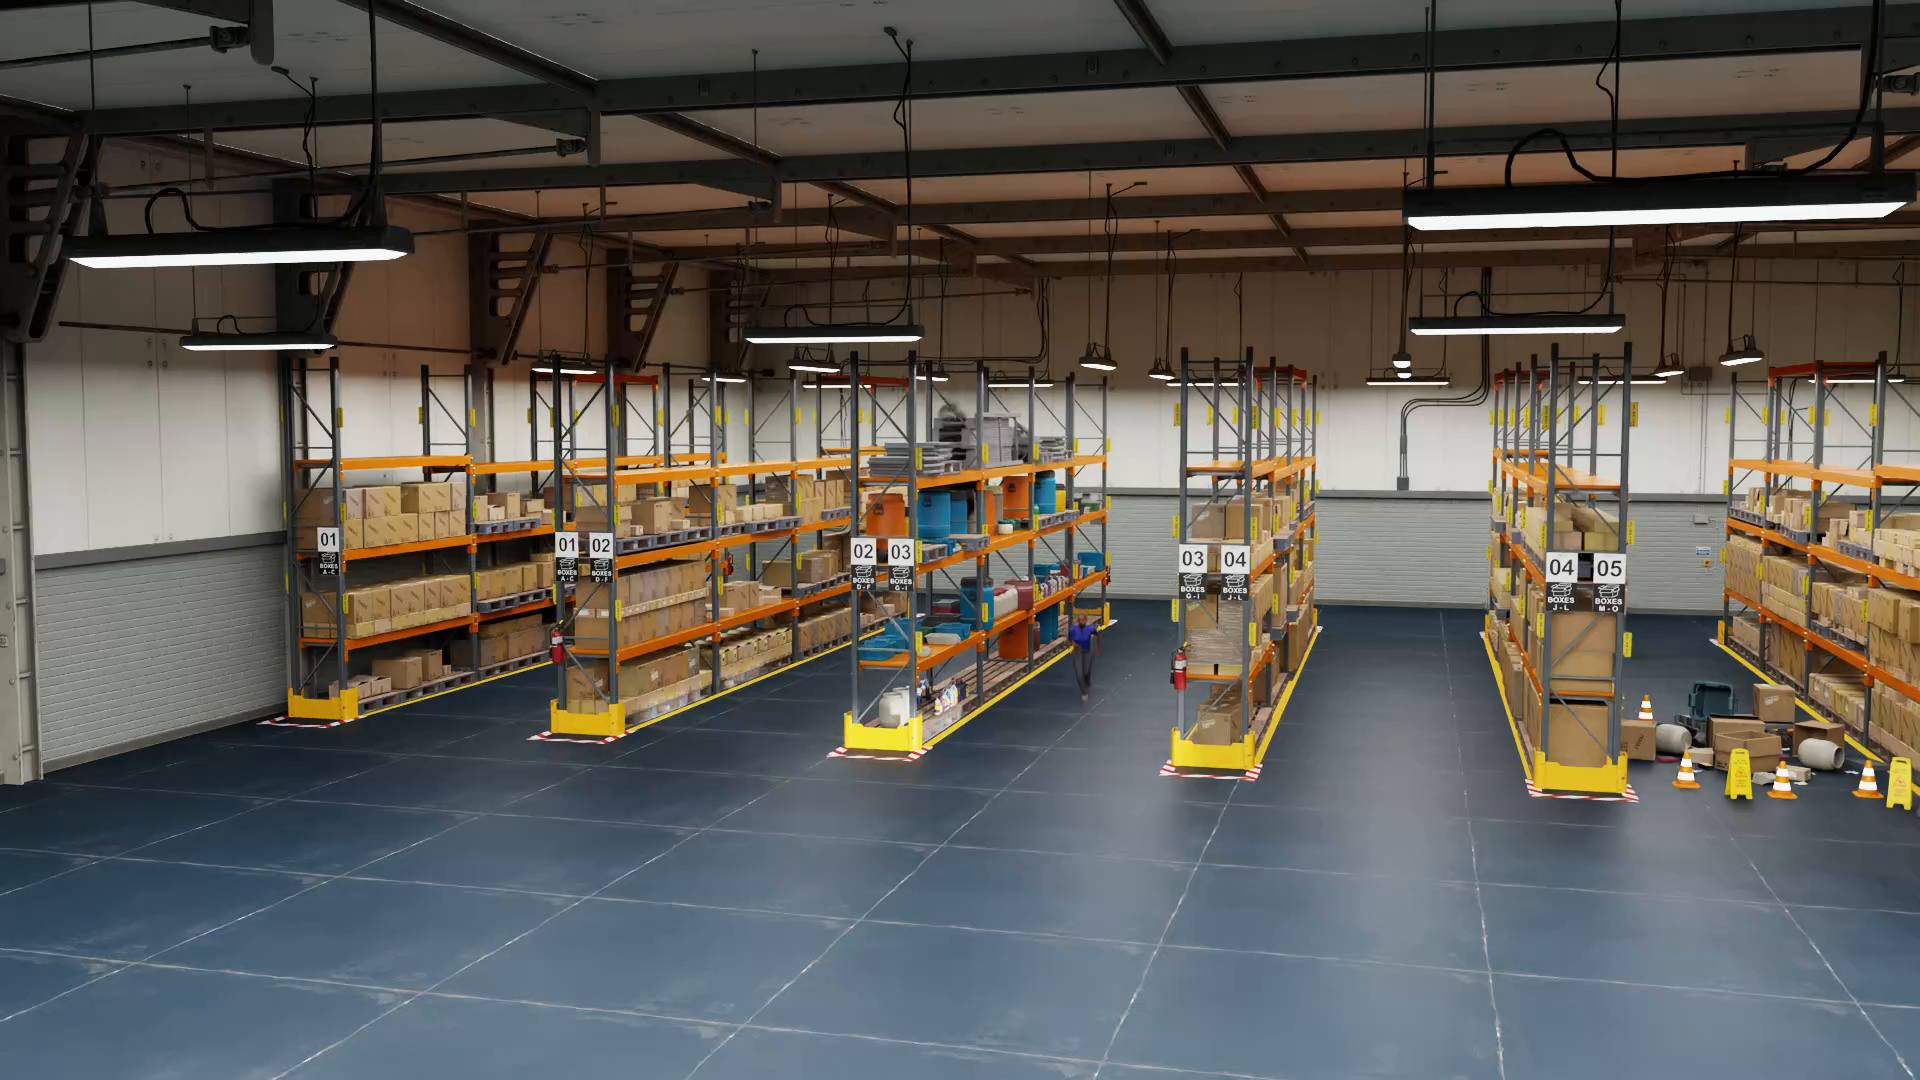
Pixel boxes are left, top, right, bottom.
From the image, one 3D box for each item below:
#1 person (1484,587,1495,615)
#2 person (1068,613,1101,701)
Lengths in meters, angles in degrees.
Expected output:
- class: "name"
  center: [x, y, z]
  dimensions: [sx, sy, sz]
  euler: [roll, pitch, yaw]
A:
- class: "person"
  center: [12.548, 1.292, 38.817]
  dimensions: [0.579, 1.739, 0.694]
  euler: [0, 4, -2]
- class: "person"
  center: [2.181, 2.071, 29.380]
  dimensions: [0.561, 1.580, 0.671]
  euler: [1, 4, 11]
